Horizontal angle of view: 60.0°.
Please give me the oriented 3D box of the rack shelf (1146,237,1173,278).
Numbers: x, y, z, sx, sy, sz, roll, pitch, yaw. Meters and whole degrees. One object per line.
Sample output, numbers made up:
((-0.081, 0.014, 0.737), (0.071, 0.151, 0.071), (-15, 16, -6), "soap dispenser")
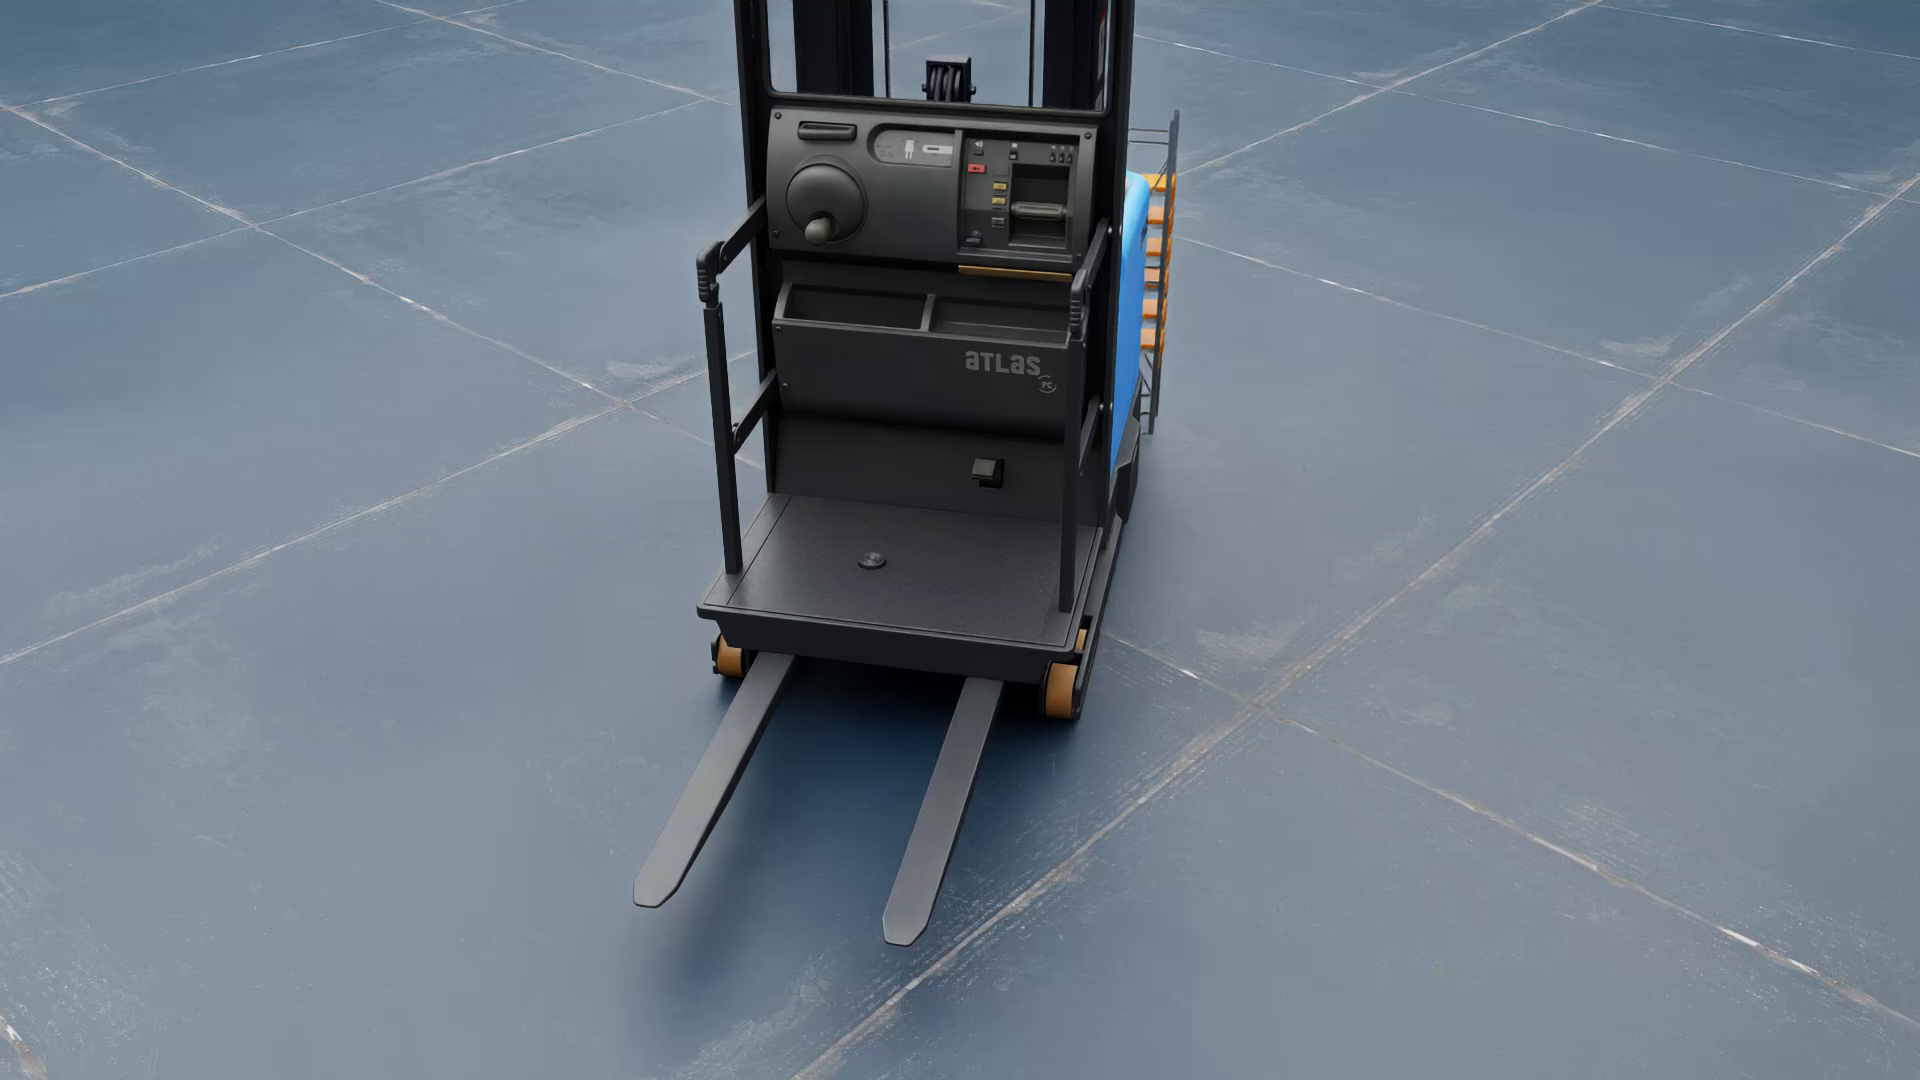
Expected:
((0.654, -1.060, 6.191), (0.258, 0.103, 0.180), (6, 27, 10), "rack shelf")

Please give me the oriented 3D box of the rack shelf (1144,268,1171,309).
((0.652, -0.953, 6.245), (0.258, 0.103, 0.180), (6, 27, 10), "rack shelf")

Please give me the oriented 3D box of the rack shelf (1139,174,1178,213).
((0.657, -1.274, 6.082), (0.258, 0.103, 0.180), (6, 27, 10), "rack shelf")

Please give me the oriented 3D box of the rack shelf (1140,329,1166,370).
((0.649, -0.739, 6.354), (0.258, 0.103, 0.180), (6, 27, 10), "rack shelf")

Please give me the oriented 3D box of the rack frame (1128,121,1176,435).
((0.635, -0.952, 6.145), (0.240, 1.200, 0.006), (6, 27, 10), "rack frame")

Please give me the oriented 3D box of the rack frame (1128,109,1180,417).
((0.670, -1.033, 6.305), (0.240, 1.200, 0.006), (6, 27, 10), "rack frame")

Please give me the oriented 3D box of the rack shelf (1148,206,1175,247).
((0.655, -1.167, 6.136), (0.258, 0.103, 0.180), (6, 27, 10), "rack shelf")

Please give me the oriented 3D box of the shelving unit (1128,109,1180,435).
((0.653, -0.993, 6.225), (0.258, 1.200, 0.189), (6, 27, 10), "shelving unit")

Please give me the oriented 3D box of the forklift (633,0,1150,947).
((-0.129, -0.940, 4.470), (1.130, 2.935, 3.031), (6, 32, 10), "forklift")

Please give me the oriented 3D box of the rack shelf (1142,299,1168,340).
((0.650, -0.846, 6.300), (0.258, 0.103, 0.180), (6, 27, 10), "rack shelf")
